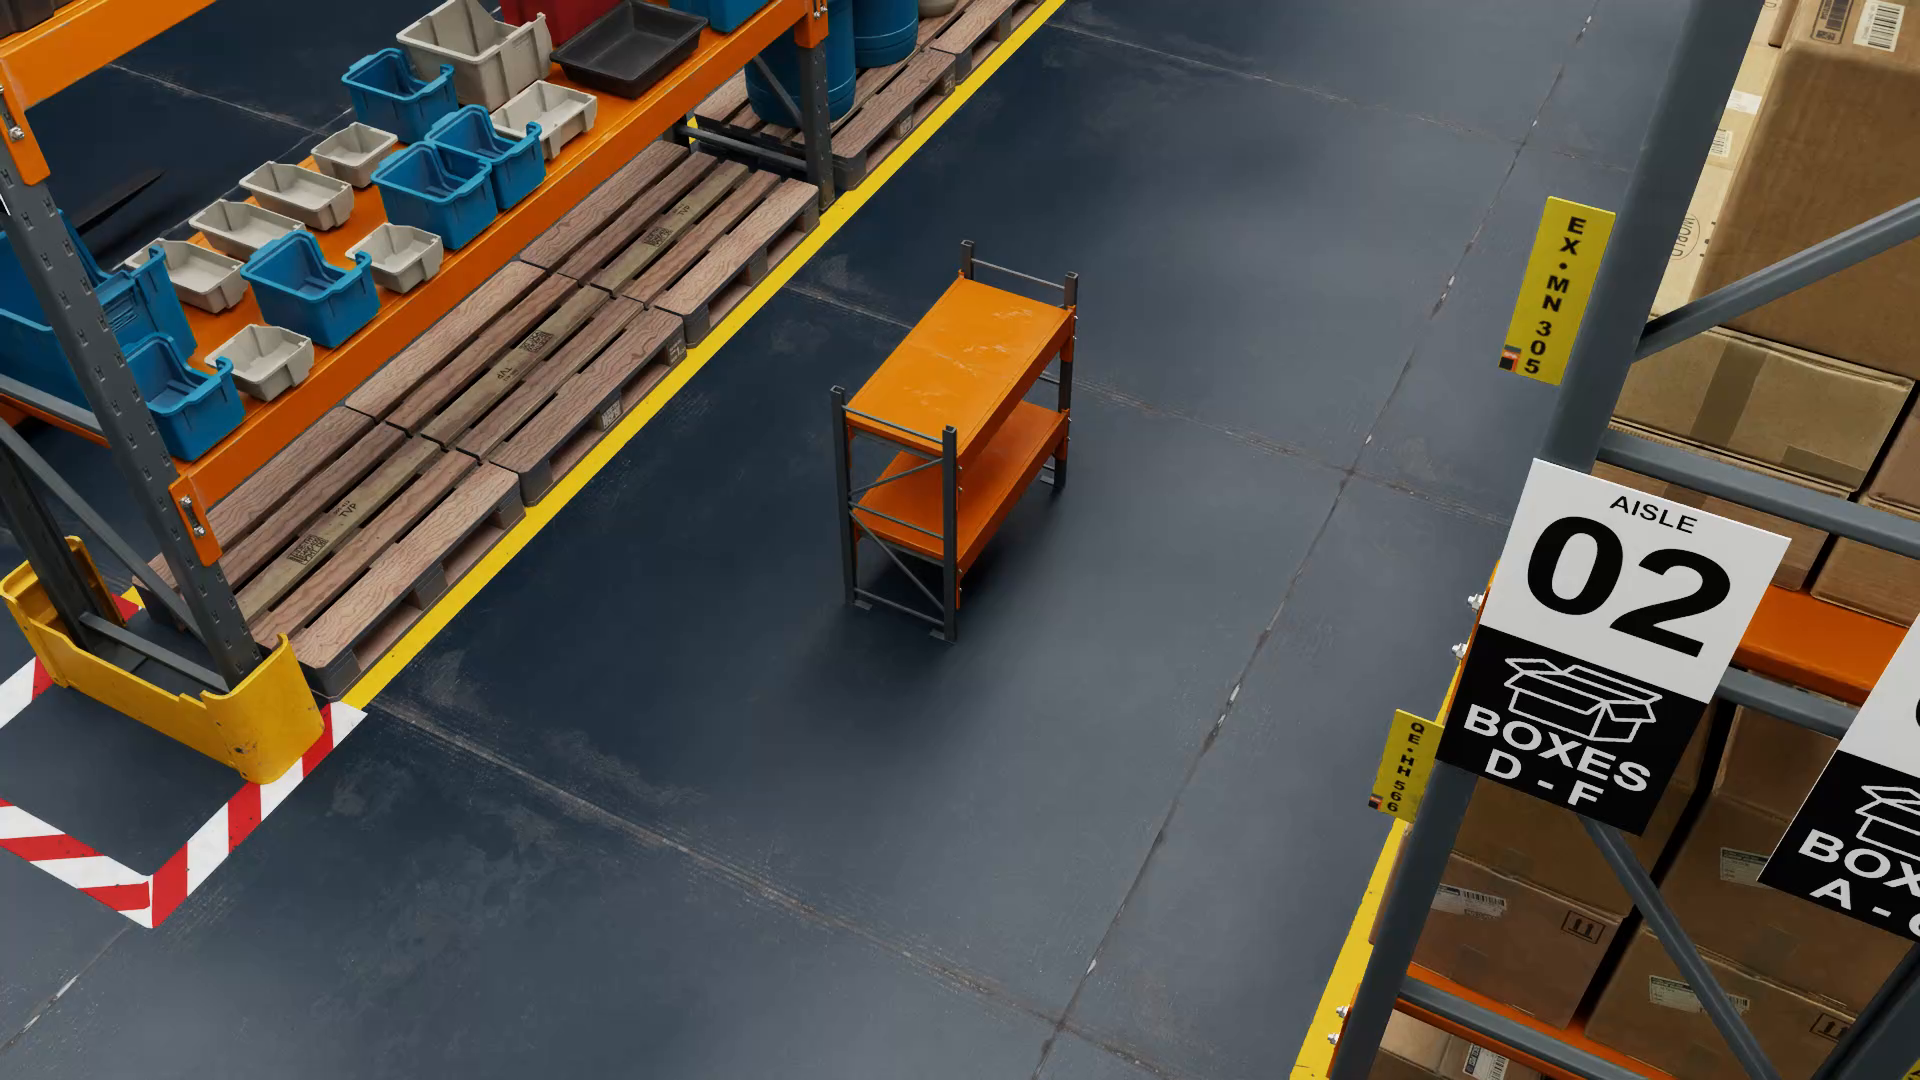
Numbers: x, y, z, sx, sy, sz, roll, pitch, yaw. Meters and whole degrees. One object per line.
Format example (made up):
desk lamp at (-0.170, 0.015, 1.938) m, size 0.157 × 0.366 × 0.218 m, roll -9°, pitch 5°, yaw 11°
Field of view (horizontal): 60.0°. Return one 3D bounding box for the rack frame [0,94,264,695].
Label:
rack frame at (-2.987, -0.455, 5.370) m, size 1.000 × 3.000 × 0.127 m, roll 20°, pitch 49°, yaw 19°

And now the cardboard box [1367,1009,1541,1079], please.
cardboard box at (1.433, 1.483, 4.903) m, size 0.500 × 0.500 × 0.500 m, roll 20°, pitch 49°, yaw 19°

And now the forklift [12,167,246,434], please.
forklift at (-4.588, -1.749, 6.698) m, size 1.130 × 2.935 × 3.031 m, roll 21°, pitch 49°, yaw 19°

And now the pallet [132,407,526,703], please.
pallet at (-2.570, 0.019, 6.863) m, size 1.003 × 0.211 × 1.213 m, roll 20°, pitch 49°, yaw 19°

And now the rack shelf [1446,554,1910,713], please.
rack shelf at (2.327, -0.878, 4.186) m, size 1.077 × 0.370 × 4.000 m, roll 20°, pitch 49°, yaw 19°

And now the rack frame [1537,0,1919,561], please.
rack frame at (1.398, -0.926, 1.618) m, size 1.000 × 3.000 × 0.127 m, roll 20°, pitch 49°, yaw 19°

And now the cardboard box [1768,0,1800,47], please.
cardboard box at (2.067, -1.224, 3.249) m, size 0.700 × 0.500 × 0.500 m, roll 20°, pitch 49°, yaw 19°

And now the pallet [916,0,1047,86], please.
pallet at (-0.170, -3.238, 10.082) m, size 1.003 × 0.211 × 1.213 m, roll 20°, pitch 49°, yaw 19°

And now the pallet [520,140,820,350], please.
pallet at (-1.437, -1.518, 8.382) m, size 1.003 × 0.211 × 1.213 m, roll 20°, pitch 49°, yaw 19°

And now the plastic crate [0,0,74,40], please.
plastic crate at (-2.562, -1.614, 4.499) m, size 0.497 × 0.269 × 0.590 m, roll 20°, pitch 49°, yaw 19°

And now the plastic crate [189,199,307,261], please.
plastic crate at (-2.622, -1.134, 6.185) m, size 0.396 × 0.136 × 0.243 m, roll 20°, pitch 49°, yaw 19°

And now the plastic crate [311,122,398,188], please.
plastic crate at (-2.393, -1.510, 6.557) m, size 0.298 × 0.136 × 0.250 m, roll 20°, pitch 49°, yaw 19°

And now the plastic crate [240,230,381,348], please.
plastic crate at (-2.275, -0.878, 5.865) m, size 0.416 × 0.233 × 0.300 m, roll 20°, pitch 49°, yaw 19°

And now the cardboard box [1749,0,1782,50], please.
cardboard box at (1.878, -1.031, 3.585) m, size 0.500 × 0.250 × 0.500 m, roll 20°, pitch 49°, yaw 19°

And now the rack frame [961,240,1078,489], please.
rack frame at (0.233, -0.711, 6.942) m, size 0.500 × 1.125 × 0.032 m, roll 20°, pitch 49°, yaw 19°

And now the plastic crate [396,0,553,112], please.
plastic crate at (-2.002, -2.053, 6.991) m, size 0.437 × 0.282 × 0.530 m, roll 20°, pitch 49°, yaw 19°

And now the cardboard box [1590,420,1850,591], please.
cardboard box at (1.403, -0.229, 3.144) m, size 0.500 × 0.250 × 0.500 m, roll 20°, pitch 49°, yaw 19°

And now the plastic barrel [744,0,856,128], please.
plastic barrel at (-0.863, -2.722, 8.791) m, size 0.600 × 0.901 × 0.708 m, roll 20°, pitch 49°, yaw 19°

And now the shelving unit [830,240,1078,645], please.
shelving unit at (-0.003, -0.391, 6.626) m, size 0.538 × 1.125 × 1.048 m, roll 20°, pitch 49°, yaw 19°

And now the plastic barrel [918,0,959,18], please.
plastic barrel at (-0.193, -3.357, 9.693) m, size 0.421 × 0.512 × 0.421 m, roll 0°, pitch 45°, yaw 0°

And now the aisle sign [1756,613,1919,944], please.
aisle sign at (1.627, 0.409, 2.689) m, size 0.394 × 0.787 × 0.004 m, roll 20°, pitch 49°, yaw 19°

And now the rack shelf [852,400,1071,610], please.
rack shelf at (-0.003, -0.219, 6.800) m, size 0.538 × 0.278 × 1.000 m, roll 20°, pitch 49°, yaw 19°

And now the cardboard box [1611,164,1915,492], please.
cardboard box at (1.411, -0.402, 2.963) m, size 0.500 × 0.250 × 0.500 m, roll 20°, pitch 49°, yaw 19°

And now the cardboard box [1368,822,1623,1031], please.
cardboard box at (1.365, 0.776, 4.084) m, size 0.500 × 0.500 × 0.500 m, roll 22°, pitch 49°, yaw 20°

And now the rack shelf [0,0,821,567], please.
rack shelf at (-2.059, -1.462, 6.871) m, size 1.077 × 0.370 × 4.000 m, roll 20°, pitch 49°, yaw 19°

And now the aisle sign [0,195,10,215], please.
aisle sign at (-2.757, -1.225, 4.304) m, size 0.394 × 0.787 × 0.004 m, roll 20°, pitch 49°, yaw 19°

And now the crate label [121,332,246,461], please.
crate label at (-2.581, -0.464, 5.455) m, size 0.416 × 0.233 × 0.303 m, roll 20°, pitch 49°, yaw 19°

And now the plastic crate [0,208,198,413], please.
plastic crate at (-2.997, -0.761, 5.606) m, size 0.616 × 0.435 × 0.499 m, roll 20°, pitch 49°, yaw 19°

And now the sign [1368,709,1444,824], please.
sign at (0.916, 0.469, 3.421) m, size 0.100 × 0.325 × 0.005 m, roll 20°, pitch 49°, yaw 19°

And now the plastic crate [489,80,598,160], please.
plastic crate at (-1.672, -1.707, 6.751) m, size 0.293 × 0.136 × 0.466 m, roll 20°, pitch 49°, yaw 19°

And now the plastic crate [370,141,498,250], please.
plastic crate at (-1.970, -1.293, 6.274) m, size 0.416 × 0.233 × 0.300 m, roll 20°, pitch 49°, yaw 19°

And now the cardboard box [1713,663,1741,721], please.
cardboard box at (2.074, 0.272, 3.878) m, size 0.500 × 0.500 × 0.500 m, roll 21°, pitch 49°, yaw 19°
